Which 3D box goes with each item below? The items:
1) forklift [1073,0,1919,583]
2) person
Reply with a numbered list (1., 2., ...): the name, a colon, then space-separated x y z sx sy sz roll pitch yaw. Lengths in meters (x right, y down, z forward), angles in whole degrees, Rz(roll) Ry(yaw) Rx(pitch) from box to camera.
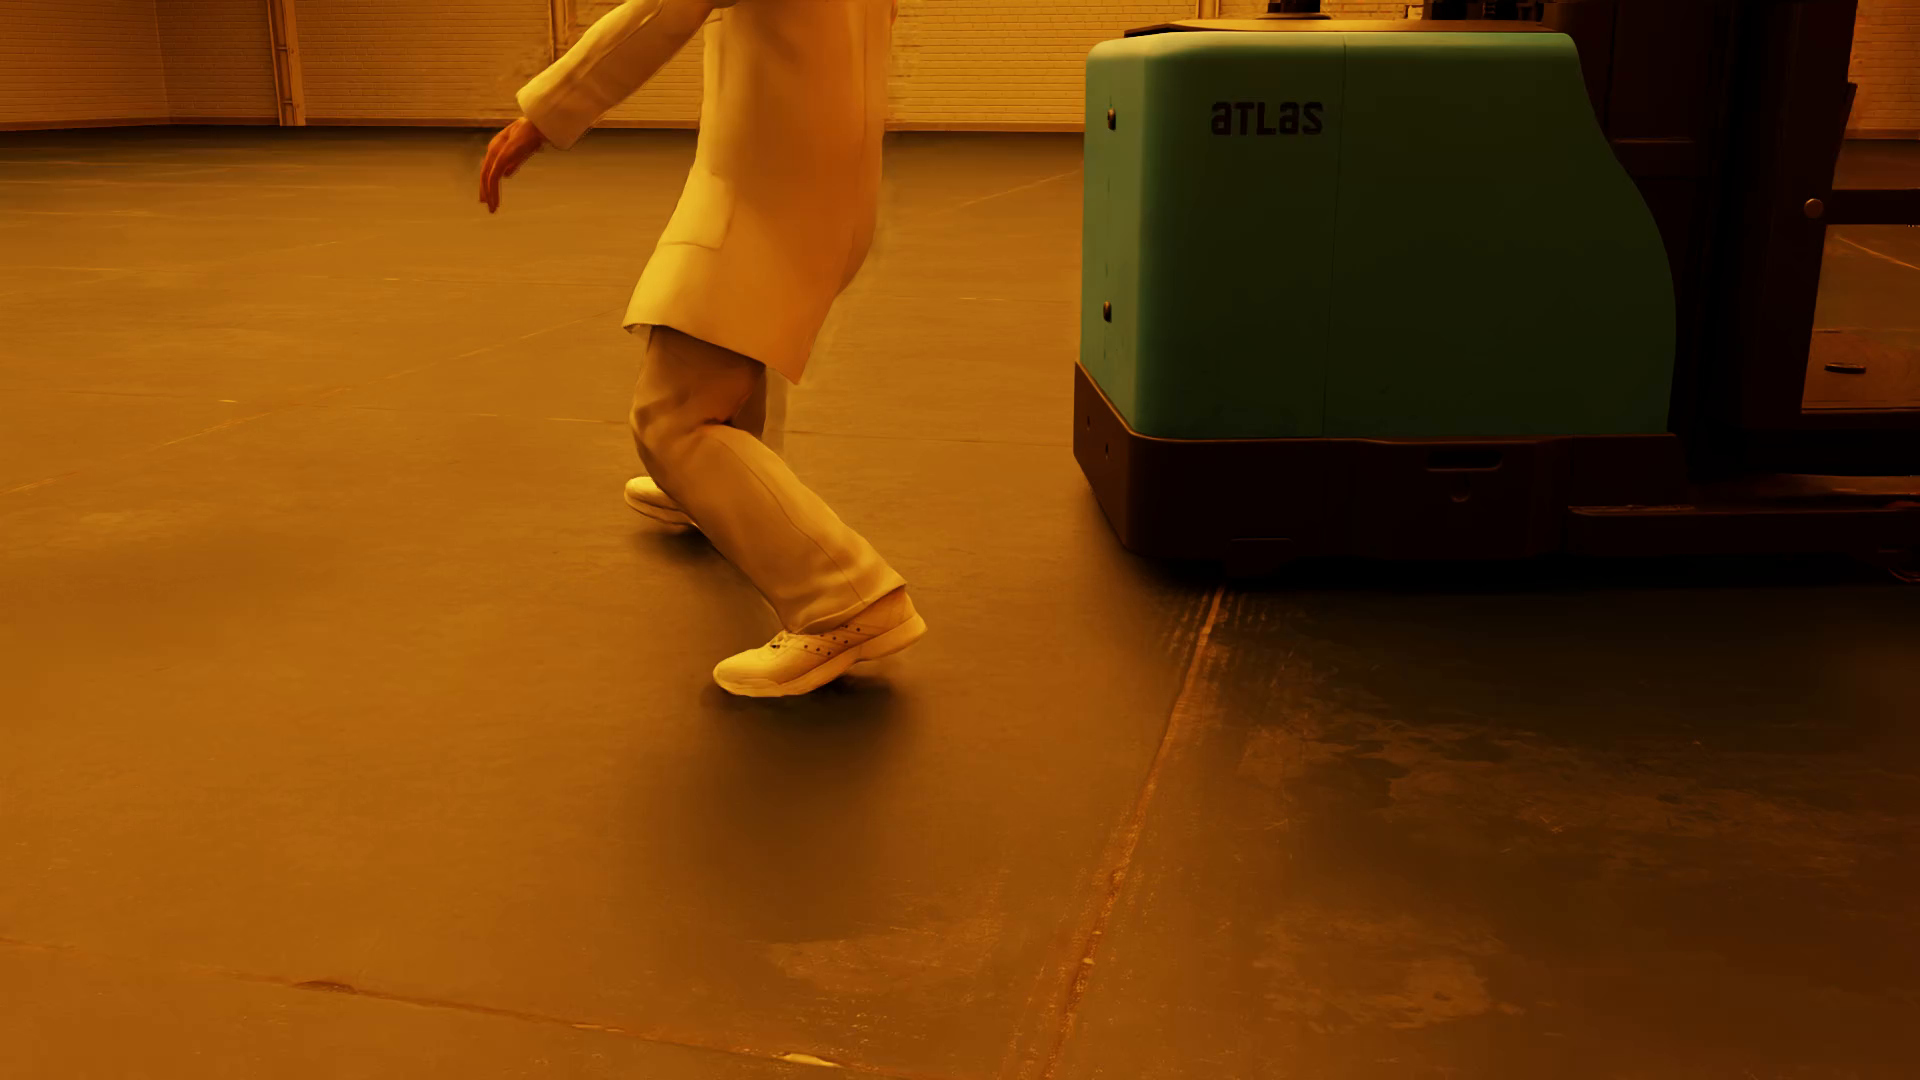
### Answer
1. forklift: 1.823 -1.467 3.501 3.031 2.935 1.130 -1 16 -3
2. person: -0.454 -0.645 3.065 1.036 1.626 0.977 6 17 21
